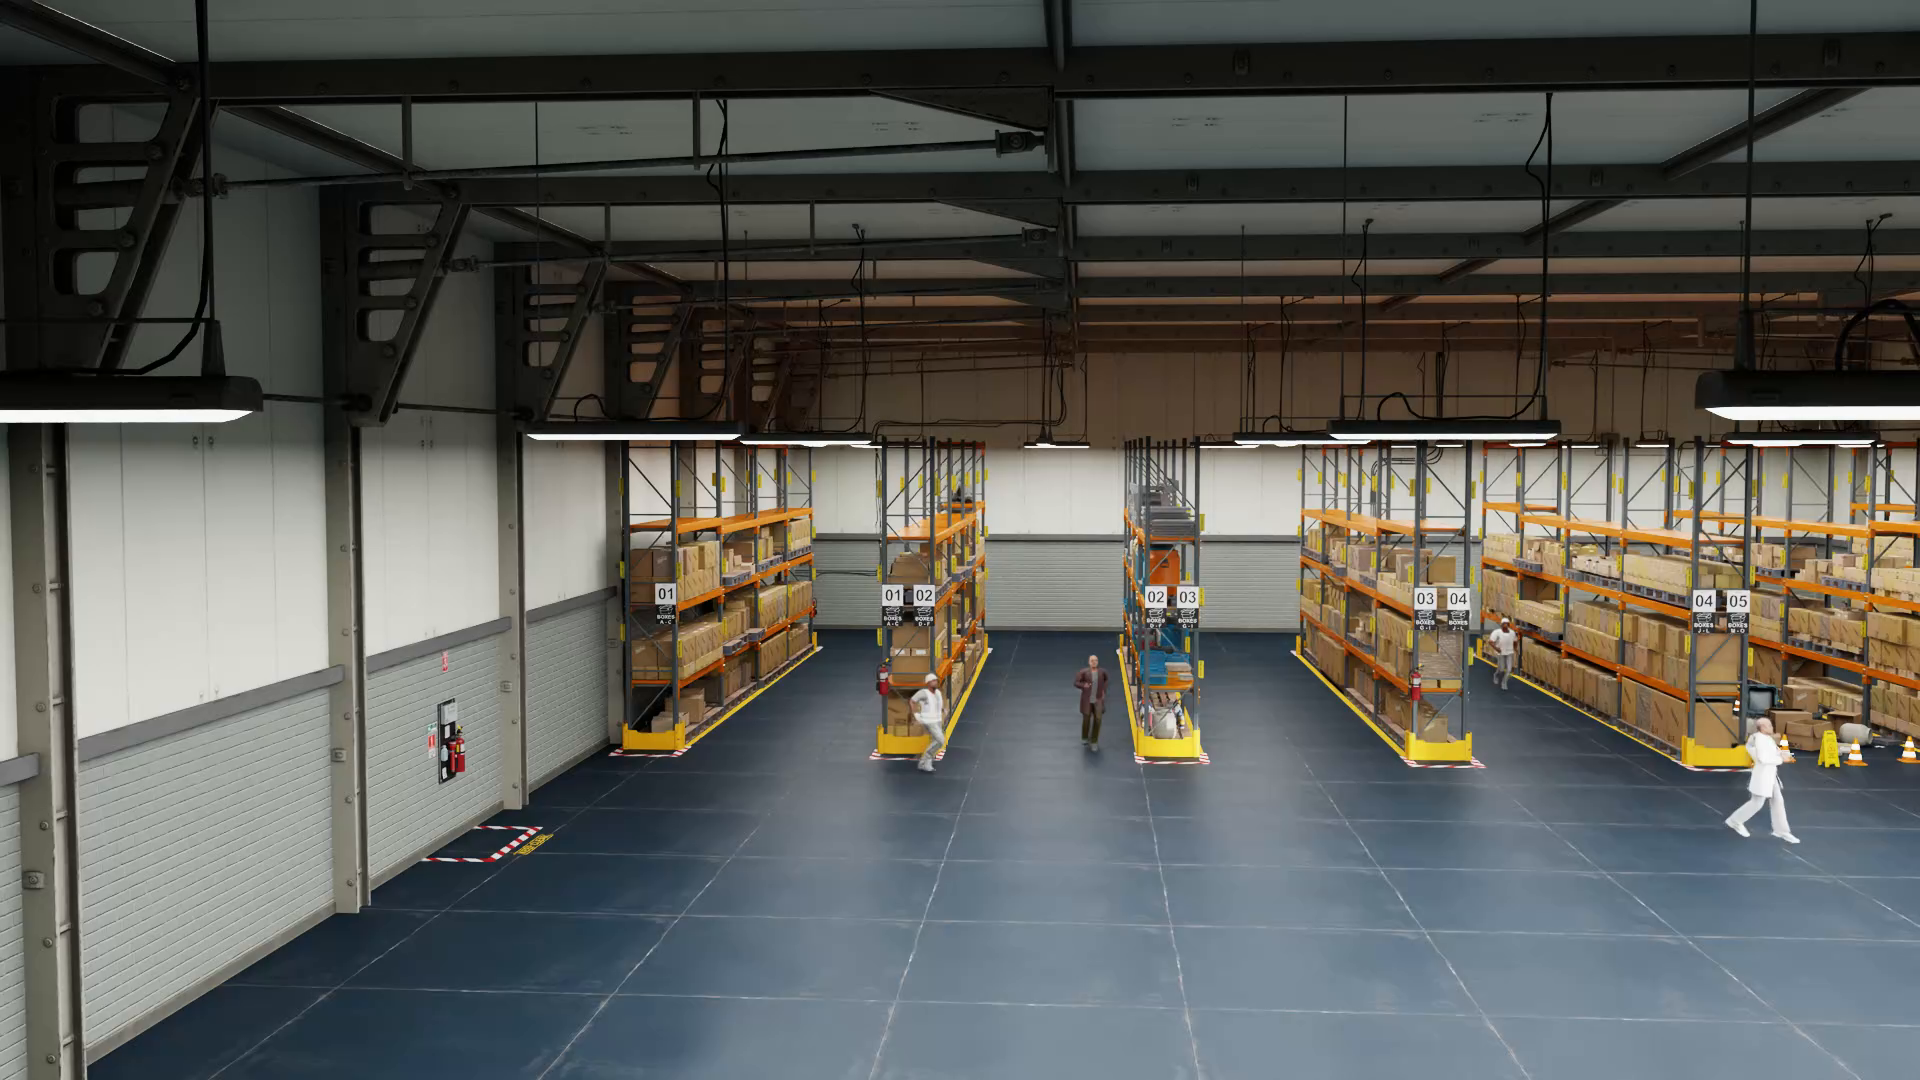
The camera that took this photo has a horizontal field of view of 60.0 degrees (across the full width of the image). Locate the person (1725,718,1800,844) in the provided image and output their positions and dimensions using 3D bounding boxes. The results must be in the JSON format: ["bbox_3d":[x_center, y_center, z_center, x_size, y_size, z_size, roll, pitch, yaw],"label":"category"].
[{"bbox_3d":[11.762,3.504,24.351,0.986,1.808,0.701,2,4,35],"label":"person"}]

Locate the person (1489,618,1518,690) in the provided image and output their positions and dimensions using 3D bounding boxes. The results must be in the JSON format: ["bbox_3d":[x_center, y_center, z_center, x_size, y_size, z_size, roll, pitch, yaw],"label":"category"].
[{"bbox_3d":[13.062,2.725,39.930,0.690,1.722,0.606,0,3,-4],"label":"person"}]

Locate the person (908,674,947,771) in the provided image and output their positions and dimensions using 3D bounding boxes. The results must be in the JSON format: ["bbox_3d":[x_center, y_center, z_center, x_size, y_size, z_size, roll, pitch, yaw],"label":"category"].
[{"bbox_3d":[-0.488,3.254,29.671,0.621,1.722,0.684,2,4,30],"label":"person"}]

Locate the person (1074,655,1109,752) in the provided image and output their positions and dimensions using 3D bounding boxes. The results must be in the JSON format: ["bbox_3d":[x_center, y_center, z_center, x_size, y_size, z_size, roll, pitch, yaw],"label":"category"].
[{"bbox_3d":[2.536,3.134,31.978,0.703,1.852,0.817,0,3,-4],"label":"person"}]
